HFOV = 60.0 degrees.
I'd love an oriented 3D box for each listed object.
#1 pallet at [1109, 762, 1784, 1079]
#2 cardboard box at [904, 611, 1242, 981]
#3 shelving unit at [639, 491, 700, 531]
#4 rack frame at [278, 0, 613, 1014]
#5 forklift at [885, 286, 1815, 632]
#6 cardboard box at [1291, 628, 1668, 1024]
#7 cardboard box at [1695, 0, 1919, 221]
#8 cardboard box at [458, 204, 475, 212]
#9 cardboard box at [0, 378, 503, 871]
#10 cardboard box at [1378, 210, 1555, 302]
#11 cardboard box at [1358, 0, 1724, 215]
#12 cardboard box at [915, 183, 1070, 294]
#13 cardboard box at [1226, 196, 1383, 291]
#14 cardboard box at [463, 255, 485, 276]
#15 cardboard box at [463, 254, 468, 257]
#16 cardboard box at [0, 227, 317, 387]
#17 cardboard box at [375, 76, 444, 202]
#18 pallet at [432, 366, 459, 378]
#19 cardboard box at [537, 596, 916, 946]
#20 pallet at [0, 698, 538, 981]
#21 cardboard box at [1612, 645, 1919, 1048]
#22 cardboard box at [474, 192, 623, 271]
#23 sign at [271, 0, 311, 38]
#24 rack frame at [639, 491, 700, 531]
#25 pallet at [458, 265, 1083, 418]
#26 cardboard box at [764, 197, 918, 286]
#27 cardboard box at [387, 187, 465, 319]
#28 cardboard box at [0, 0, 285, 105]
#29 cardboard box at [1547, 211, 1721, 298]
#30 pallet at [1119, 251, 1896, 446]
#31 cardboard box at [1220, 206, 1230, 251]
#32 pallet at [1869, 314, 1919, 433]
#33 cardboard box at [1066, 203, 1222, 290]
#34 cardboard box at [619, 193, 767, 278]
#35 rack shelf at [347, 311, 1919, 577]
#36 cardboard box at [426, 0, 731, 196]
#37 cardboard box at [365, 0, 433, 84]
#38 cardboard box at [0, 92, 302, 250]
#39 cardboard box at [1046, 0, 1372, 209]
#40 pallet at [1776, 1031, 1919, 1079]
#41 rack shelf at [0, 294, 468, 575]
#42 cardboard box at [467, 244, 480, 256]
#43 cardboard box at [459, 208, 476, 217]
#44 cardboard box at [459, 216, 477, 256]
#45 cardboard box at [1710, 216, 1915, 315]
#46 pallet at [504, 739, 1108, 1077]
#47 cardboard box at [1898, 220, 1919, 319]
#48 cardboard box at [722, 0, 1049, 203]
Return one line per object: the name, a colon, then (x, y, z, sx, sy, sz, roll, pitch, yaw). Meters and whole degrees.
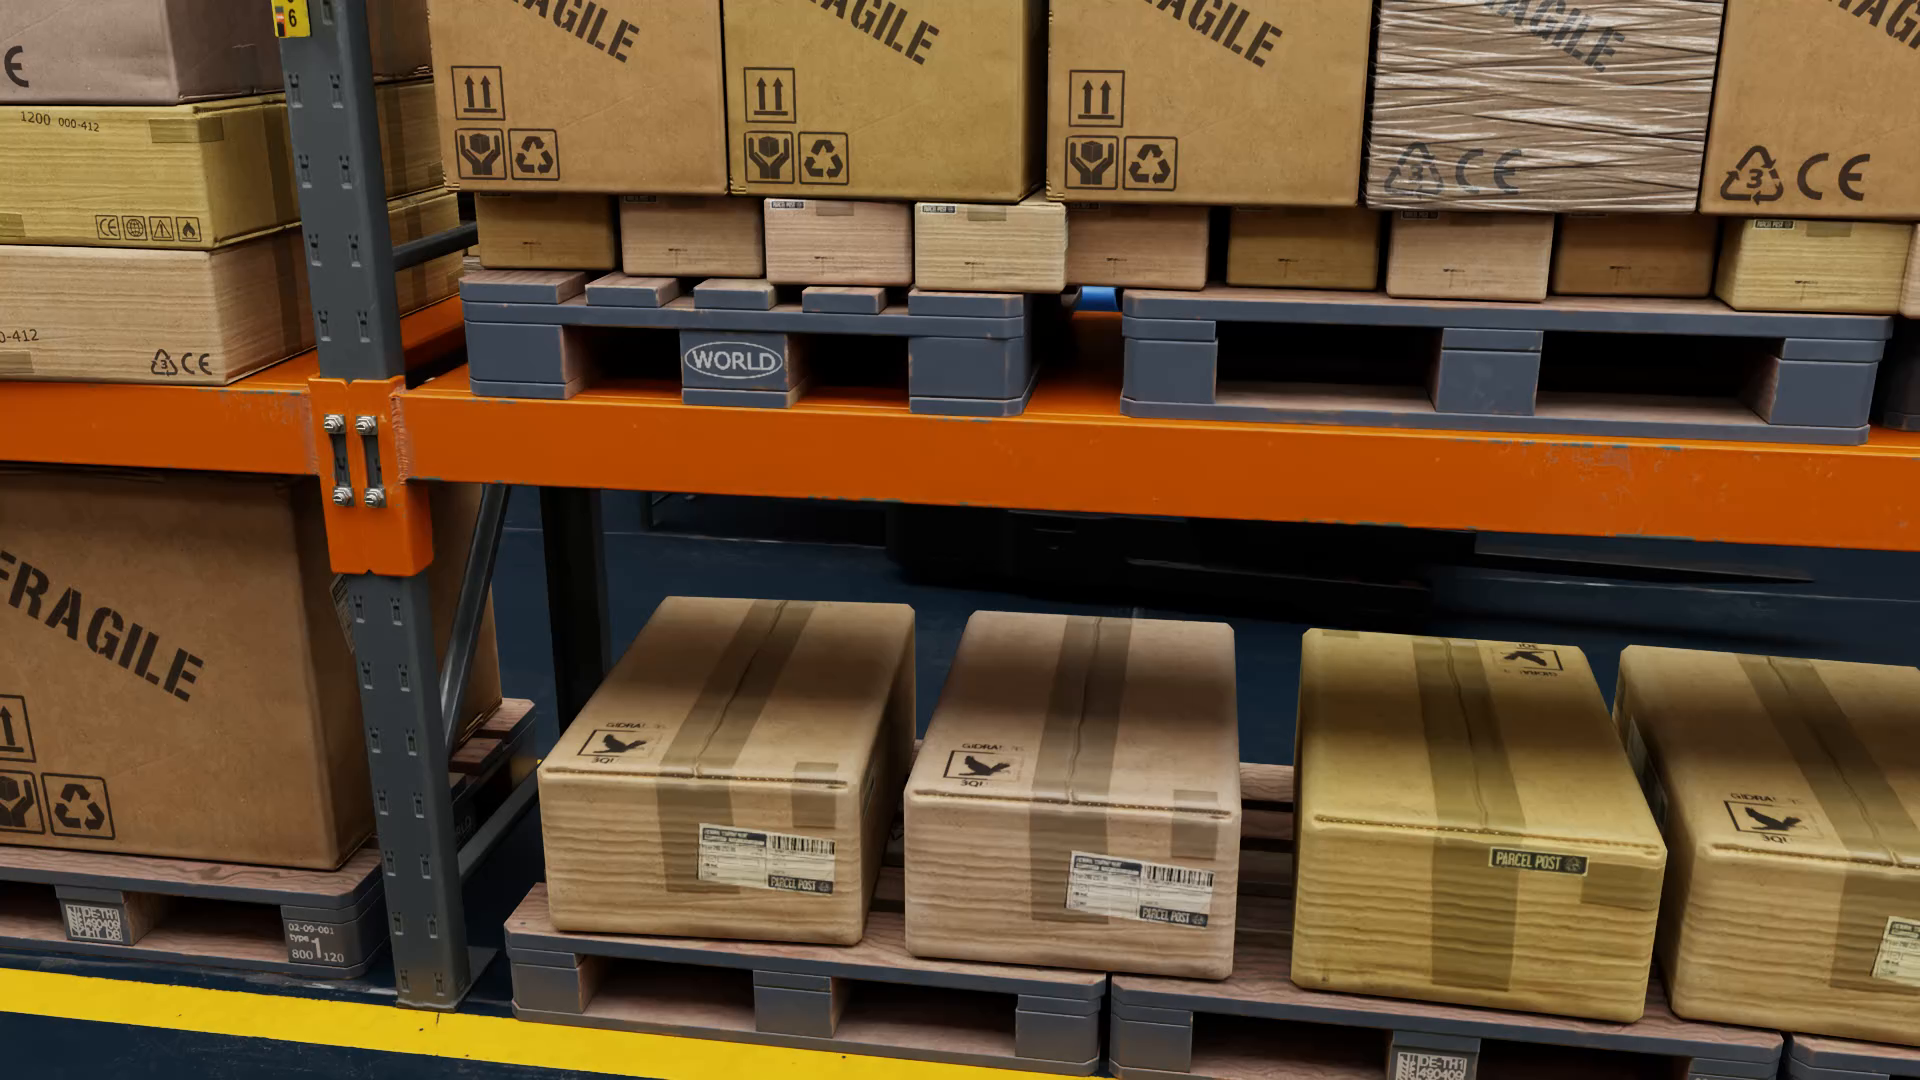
pallet: (0.954, 0.812, 3.542, 1.213, 0.211, 1.003, 3, 19, 9)
cardboard box: (0.268, 0.501, 3.557, 0.625, 0.372, 0.950, 3, 19, 8)
shelving unit: (-0.660, -0.606, 6.342, 1.048, 1.125, 0.538, 5, 19, 14)
rack frame: (-1.018, -0.612, 3.405, 0.127, 3.000, 1.000, 3, 19, 9)
forklift: (1.311, -1.278, 5.504, 3.031, 2.935, 1.130, 5, 19, 14)
cardboard box: (1.016, 0.541, 3.438, 0.625, 0.372, 0.950, 4, 19, 10)
cardboard box: (1.440, -0.802, 2.685, 0.500, 0.500, 0.500, 4, 19, 11)
cardboard box: (-2.752, -1.705, 8.927, 0.250, 0.149, 0.380, 3, 19, 10)
cardboard box: (-1.687, 0.136, 3.857, 0.875, 0.875, 0.875, 3, 19, 8)
cardboard box: (0.861, -0.521, 2.866, 0.250, 0.149, 0.380, 4, 19, 10)
cardboard box: (0.923, -0.828, 2.763, 0.500, 0.500, 0.500, 2, 19, 7)
cardboard box: (0.078, -0.544, 2.936, 0.250, 0.149, 0.380, 3, 19, 9)
cardboard box: (0.614, -0.554, 2.967, 0.250, 0.149, 0.380, 4, 19, 11)
cardboard box: (-2.212, -1.209, 8.467, 0.500, 0.500, 0.500, 2, 19, 7)
cardboard box: (-2.723, -1.237, 8.551, 0.500, 0.500, 0.500, 2, 19, 7)
cardboard box: (-1.559, -0.485, 3.261, 0.500, 0.250, 0.500, 2, 19, 7)
cardboard box: (-1.479, -0.881, 3.657, 0.500, 0.250, 0.500, 3, 19, 8)
pallet: (-2.167, -0.956, 8.829, 1.213, 0.211, 1.003, 3, 19, 9)
cardboard box: (-0.462, 0.467, 3.661, 0.625, 0.372, 0.950, 2, 19, 5)
pallet: (-1.785, 0.647, 4.036, 1.213, 0.211, 1.003, 3, 19, 9)
cardboard box: (1.703, 0.576, 3.335, 0.625, 0.372, 0.950, 4, 19, 12)
cardboard box: (-0.727, -0.617, 3.155, 0.250, 0.149, 0.380, 2, 19, 5)
sign: (-1.103, -0.987, 2.701, 0.005, 0.325, 0.100, 3, 19, 9)
rack frame: (-1.150, -0.648, 6.467, 0.032, 1.125, 0.500, 5, 19, 14)
pallet: (-0.298, -0.518, 3.428, 1.003, 0.211, 1.213, 3, 19, 9)
cardboard box: (-0.190, -0.564, 2.997, 0.250, 0.149, 0.380, 2, 19, 5)
cardboard box: (-1.461, -0.644, 3.738, 0.500, 0.250, 0.500, 3, 19, 8)
cardboard box: (-1.570, -1.078, 3.063, 0.500, 0.500, 0.500, 2, 19, 7)
cardboard box: (1.131, -0.531, 2.898, 0.250, 0.149, 0.380, 2, 19, 7)
pallet: (0.943, -0.434, 3.176, 1.213, 0.211, 1.003, 3, 19, 9)
cardboard box: (0.624, -0.683, 3.351, 0.250, 0.149, 0.380, 3, 19, 9)
pallet: (2.200, -0.404, 3.085, 1.213, 0.211, 1.003, 3, 19, 9)
cardboard box: (0.329, -0.556, 2.973, 0.250, 0.149, 0.380, 4, 19, 12)
cardboard box: (-0.453, -0.593, 3.081, 0.250, 0.149, 0.380, 2, 19, 5)
rack shelf: (0.957, -0.170, 3.218, 4.000, 0.370, 1.077, 3, 19, 9)
cardboard box: (-0.611, -0.904, 2.991, 0.500, 0.500, 0.500, 2, 19, 7)
cardboard box: (-1.466, -1.235, 3.533, 0.500, 0.500, 0.500, 2, 19, 7)
cardboard box: (-1.537, -0.723, 3.184, 0.500, 0.250, 0.500, 3, 19, 8)
cardboard box: (0.430, -0.856, 2.845, 0.500, 0.500, 0.500, 3, 19, 10)
pallet: (2.162, 0.873, 3.361, 1.213, 0.211, 1.003, 3, 19, 9)
rack shelf: (-2.993, -0.371, 3.820, 4.000, 0.370, 1.077, 3, 19, 9)
cardboard box: (-2.302, -1.538, 8.427, 0.250, 0.149, 0.380, 3, 19, 9)
cardboard box: (-2.490, -1.710, 8.941, 0.250, 0.149, 0.380, 3, 19, 9)
cardboard box: (-2.573, -1.542, 8.441, 0.250, 0.149, 0.380, 4, 19, 11)
cardboard box: (1.374, -0.486, 2.762, 0.250, 0.149, 0.380, 3, 19, 9)
pallet: (-0.247, 0.750, 3.728, 1.213, 0.211, 1.003, 3, 19, 9)
cardboard box: (1.609, -0.462, 2.691, 0.250, 0.149, 0.380, 3, 19, 9)
cardboard box: (-0.095, -0.880, 2.919, 0.500, 0.500, 0.500, 4, 19, 11)
